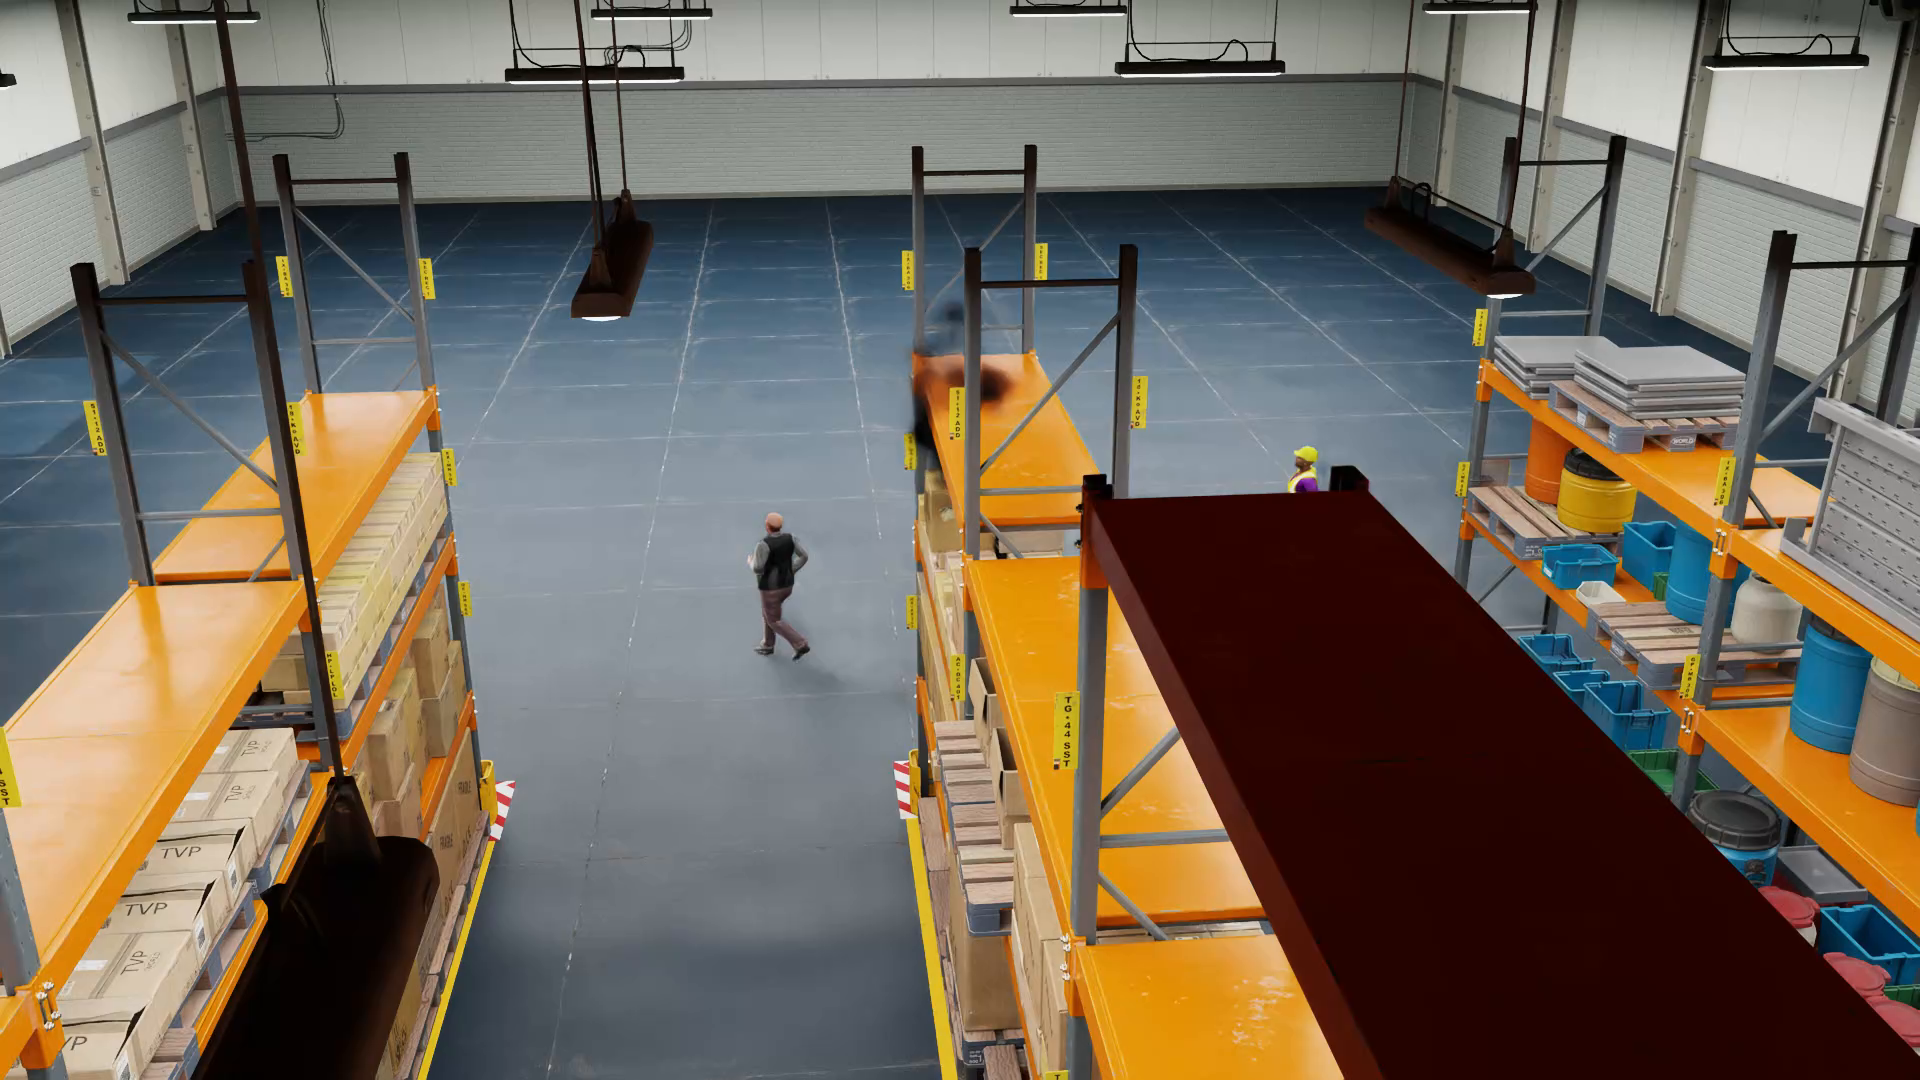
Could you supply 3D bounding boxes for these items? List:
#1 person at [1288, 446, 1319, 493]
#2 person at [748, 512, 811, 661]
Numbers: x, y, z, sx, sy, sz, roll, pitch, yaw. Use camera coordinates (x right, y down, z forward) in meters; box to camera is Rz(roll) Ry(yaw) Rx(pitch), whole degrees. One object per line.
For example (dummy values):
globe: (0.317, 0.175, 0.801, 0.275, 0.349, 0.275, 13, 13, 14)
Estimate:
person: (4.136, -0.302, 20.080, 0.712, 1.731, 0.700, 4, 22, 10)
person: (-1.978, 0.540, 17.954, 0.888, 1.735, 0.649, 17, 27, 36)
